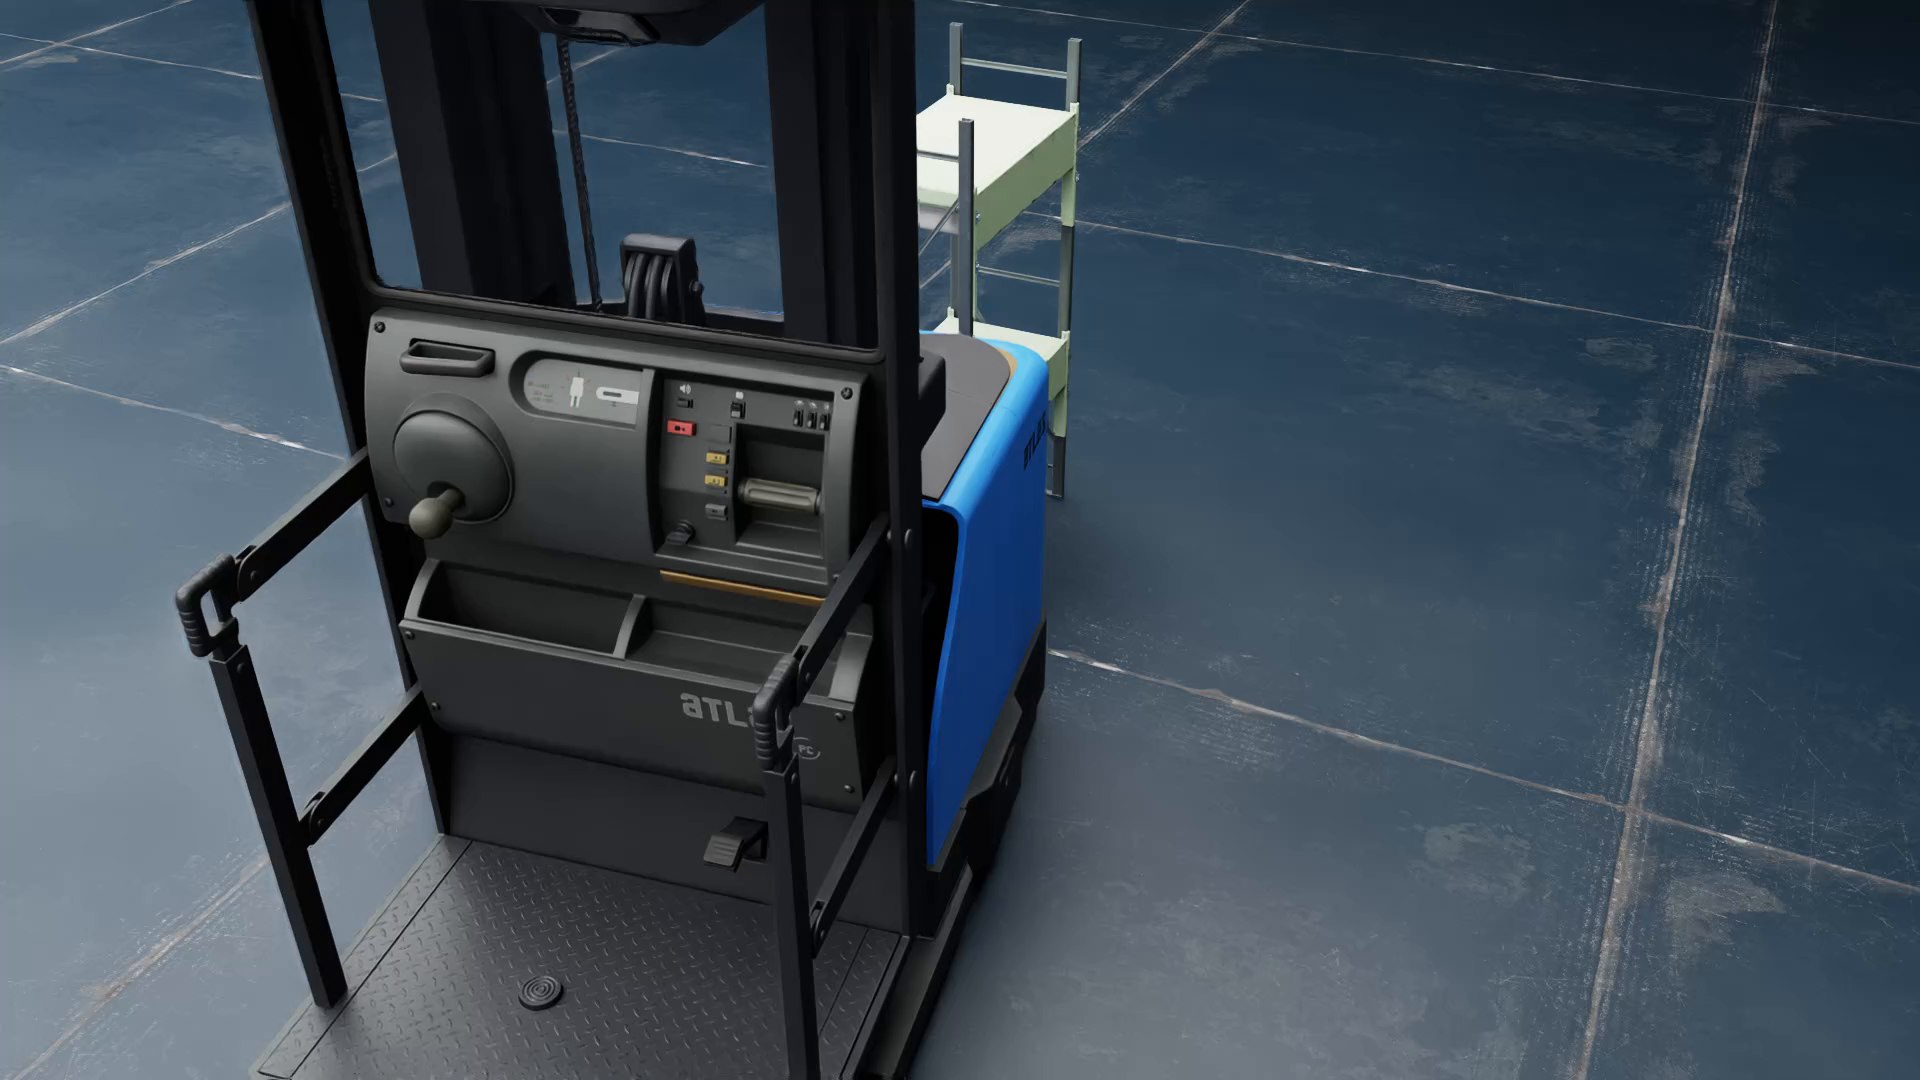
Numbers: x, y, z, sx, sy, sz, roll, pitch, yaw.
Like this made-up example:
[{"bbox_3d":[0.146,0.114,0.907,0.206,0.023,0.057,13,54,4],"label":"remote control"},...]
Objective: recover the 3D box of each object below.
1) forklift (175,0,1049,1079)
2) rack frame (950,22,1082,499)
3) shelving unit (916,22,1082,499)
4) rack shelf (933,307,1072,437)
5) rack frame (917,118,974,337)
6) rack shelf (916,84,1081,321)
[{"bbox_3d":[-0.675,-0.098,2.727,1.130,2.935,3.031,9,34,14],"label":"forklift"},{"bbox_3d":[0.156,-0.813,5.122,0.400,1.500,0.023,14,36,20],"label":"rack frame"},{"bbox_3d":[0.003,-0.631,4.844,0.431,1.500,0.755,14,36,20],"label":"shelving unit"},{"bbox_3d":[0.003,-0.358,5.023,0.431,0.370,0.720,14,36,20],"label":"rack shelf"},{"bbox_3d":[-0.150,-0.448,4.566,0.400,1.500,0.023,14,36,20],"label":"rack frame"},{"bbox_3d":[0.003,-0.957,4.630,0.431,0.370,0.720,14,36,20],"label":"rack shelf"}]
